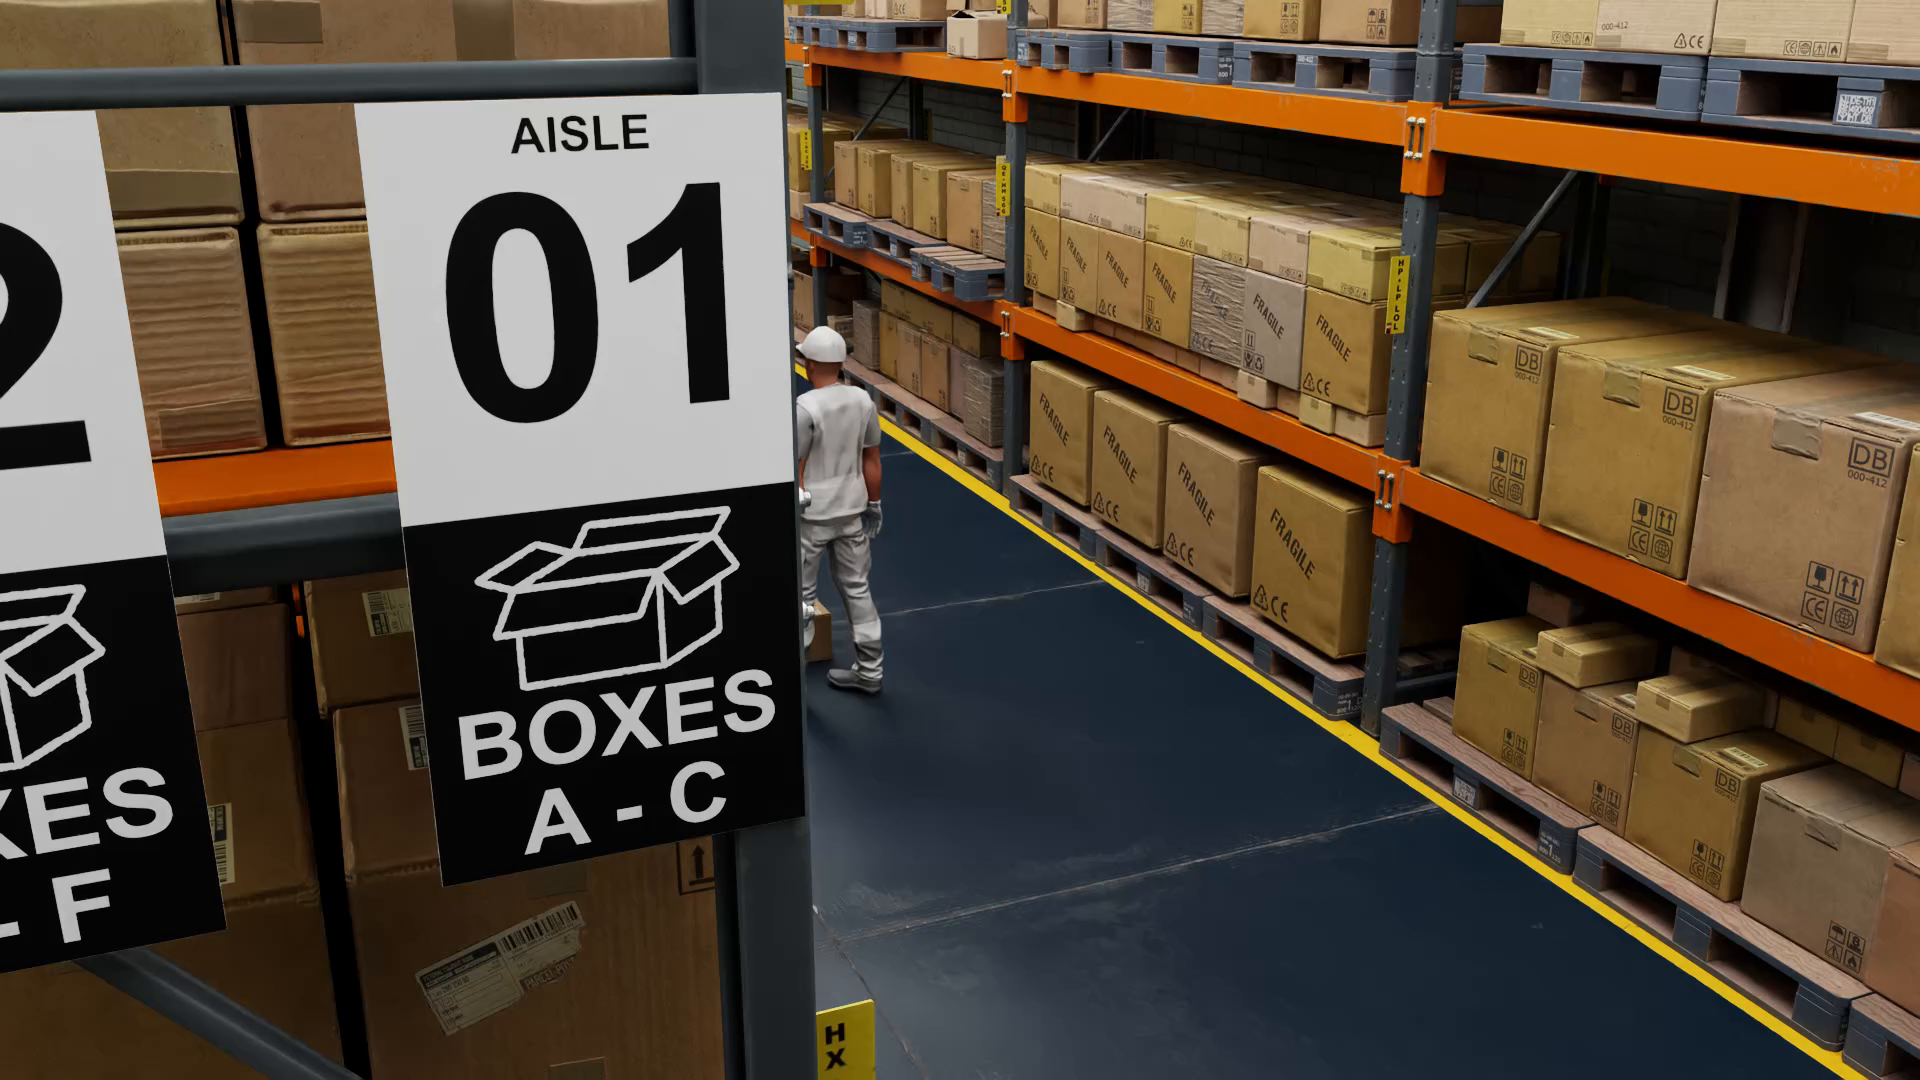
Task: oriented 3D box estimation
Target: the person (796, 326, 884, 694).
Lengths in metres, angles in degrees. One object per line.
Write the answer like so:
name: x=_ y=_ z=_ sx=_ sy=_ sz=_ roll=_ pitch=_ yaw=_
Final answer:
person: x=-0.673 y=-0.137 z=7.914 sx=0.569 sy=1.789 sz=0.559 roll=-15 pitch=24 yaw=-38
